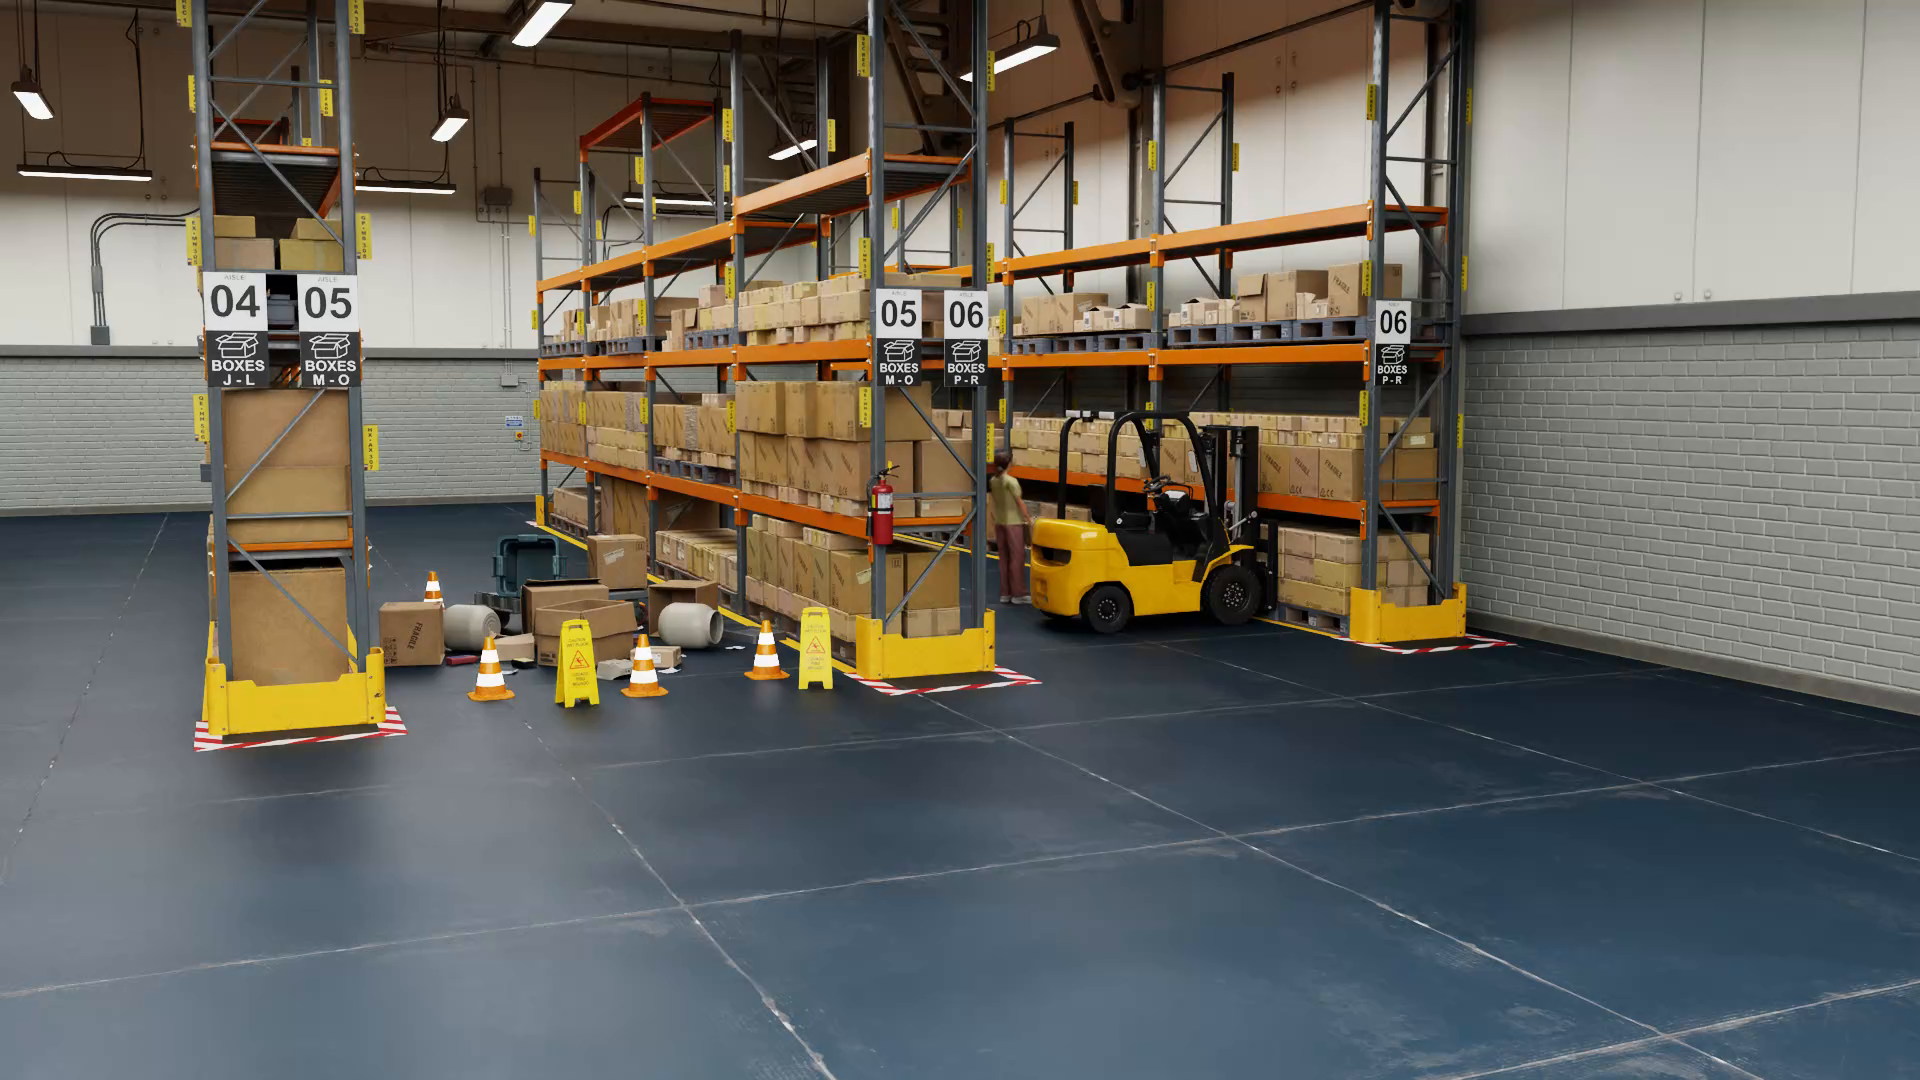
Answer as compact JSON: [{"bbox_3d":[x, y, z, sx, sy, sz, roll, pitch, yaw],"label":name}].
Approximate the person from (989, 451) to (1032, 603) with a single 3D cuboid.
[{"bbox_3d":[0.555,-0.145,18.397,0.455,1.680,0.507,-5,7,-39],"label":"person"}]
